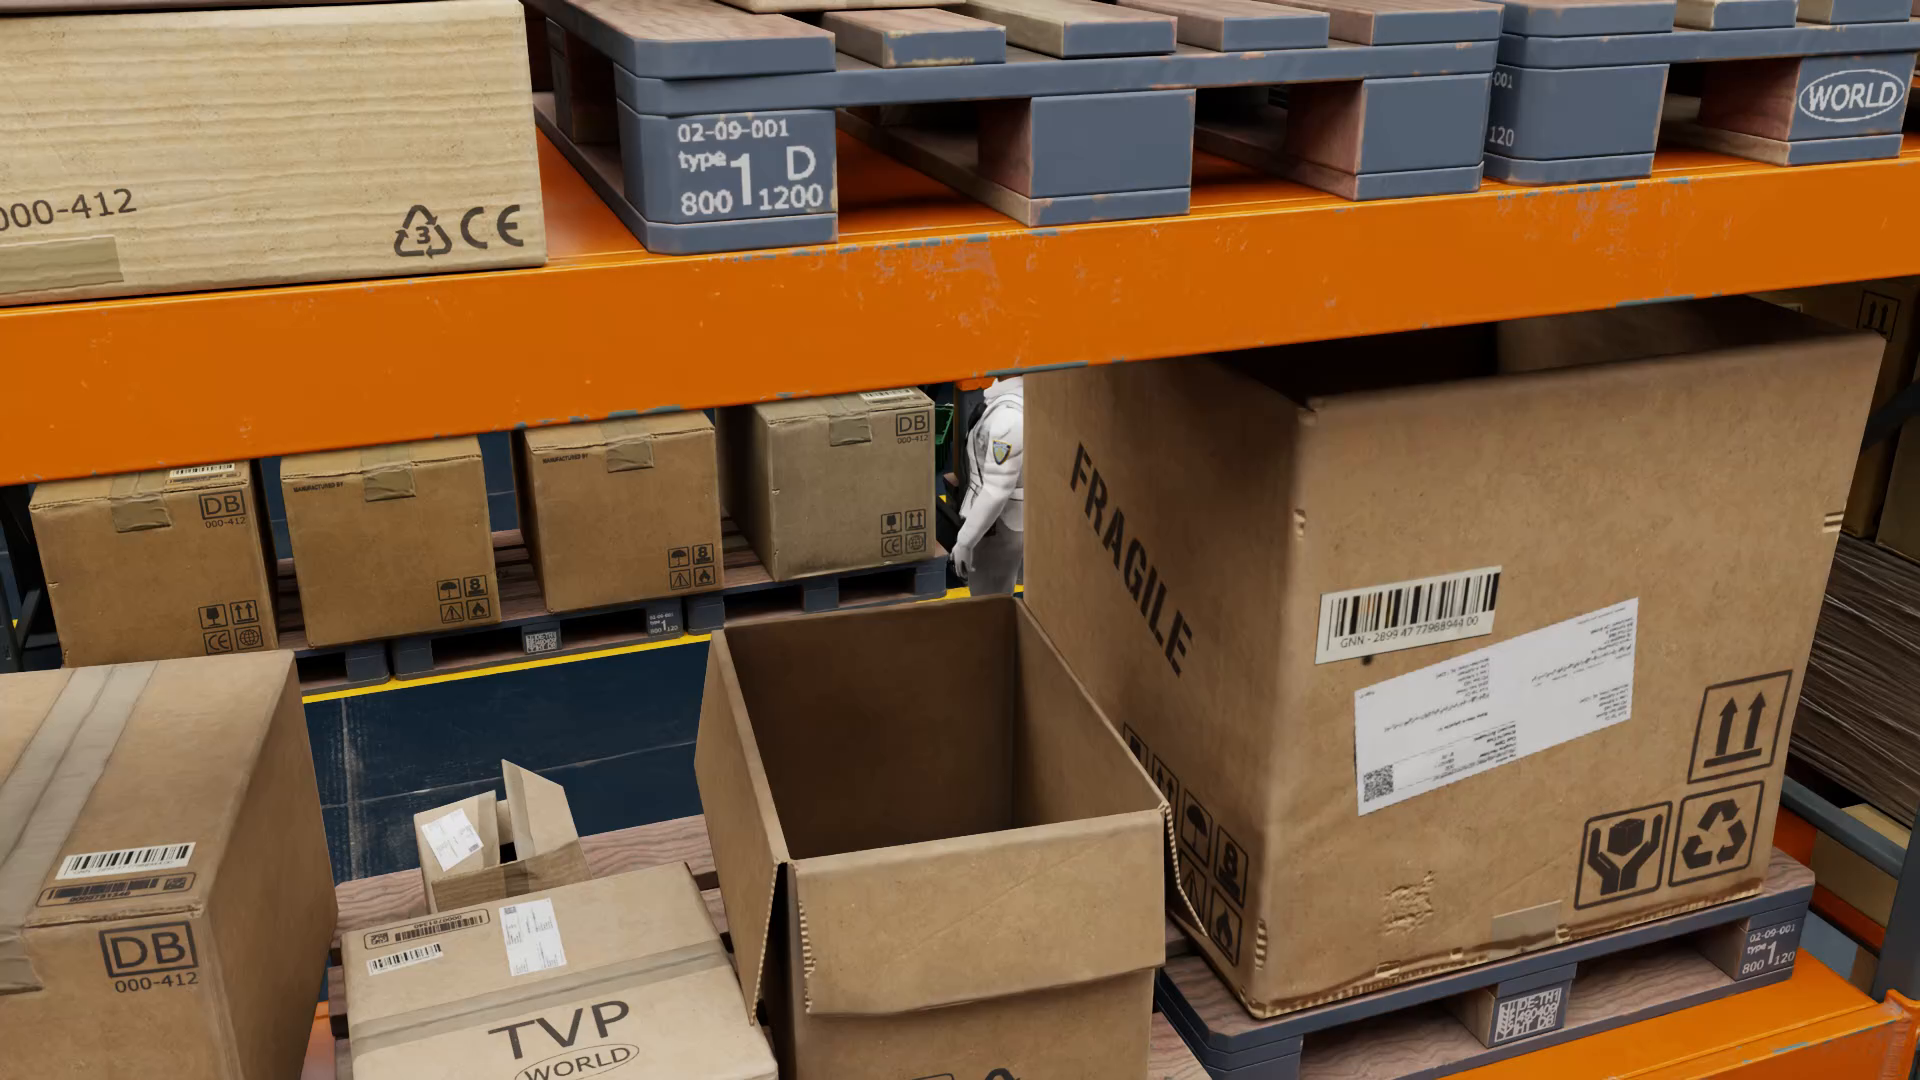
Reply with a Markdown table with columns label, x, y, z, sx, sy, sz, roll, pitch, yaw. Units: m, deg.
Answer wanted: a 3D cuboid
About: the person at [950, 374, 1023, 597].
| label | x | y | z | sx | sy | sz | roll | pitch | yaw |
| --- | --- | --- | --- | --- | --- | --- | --- | --- | --- |
| person | 0.086 | -0.067 | 6.186 | 0.539 | 1.696 | 0.568 | 5 | 23 | 11 |
